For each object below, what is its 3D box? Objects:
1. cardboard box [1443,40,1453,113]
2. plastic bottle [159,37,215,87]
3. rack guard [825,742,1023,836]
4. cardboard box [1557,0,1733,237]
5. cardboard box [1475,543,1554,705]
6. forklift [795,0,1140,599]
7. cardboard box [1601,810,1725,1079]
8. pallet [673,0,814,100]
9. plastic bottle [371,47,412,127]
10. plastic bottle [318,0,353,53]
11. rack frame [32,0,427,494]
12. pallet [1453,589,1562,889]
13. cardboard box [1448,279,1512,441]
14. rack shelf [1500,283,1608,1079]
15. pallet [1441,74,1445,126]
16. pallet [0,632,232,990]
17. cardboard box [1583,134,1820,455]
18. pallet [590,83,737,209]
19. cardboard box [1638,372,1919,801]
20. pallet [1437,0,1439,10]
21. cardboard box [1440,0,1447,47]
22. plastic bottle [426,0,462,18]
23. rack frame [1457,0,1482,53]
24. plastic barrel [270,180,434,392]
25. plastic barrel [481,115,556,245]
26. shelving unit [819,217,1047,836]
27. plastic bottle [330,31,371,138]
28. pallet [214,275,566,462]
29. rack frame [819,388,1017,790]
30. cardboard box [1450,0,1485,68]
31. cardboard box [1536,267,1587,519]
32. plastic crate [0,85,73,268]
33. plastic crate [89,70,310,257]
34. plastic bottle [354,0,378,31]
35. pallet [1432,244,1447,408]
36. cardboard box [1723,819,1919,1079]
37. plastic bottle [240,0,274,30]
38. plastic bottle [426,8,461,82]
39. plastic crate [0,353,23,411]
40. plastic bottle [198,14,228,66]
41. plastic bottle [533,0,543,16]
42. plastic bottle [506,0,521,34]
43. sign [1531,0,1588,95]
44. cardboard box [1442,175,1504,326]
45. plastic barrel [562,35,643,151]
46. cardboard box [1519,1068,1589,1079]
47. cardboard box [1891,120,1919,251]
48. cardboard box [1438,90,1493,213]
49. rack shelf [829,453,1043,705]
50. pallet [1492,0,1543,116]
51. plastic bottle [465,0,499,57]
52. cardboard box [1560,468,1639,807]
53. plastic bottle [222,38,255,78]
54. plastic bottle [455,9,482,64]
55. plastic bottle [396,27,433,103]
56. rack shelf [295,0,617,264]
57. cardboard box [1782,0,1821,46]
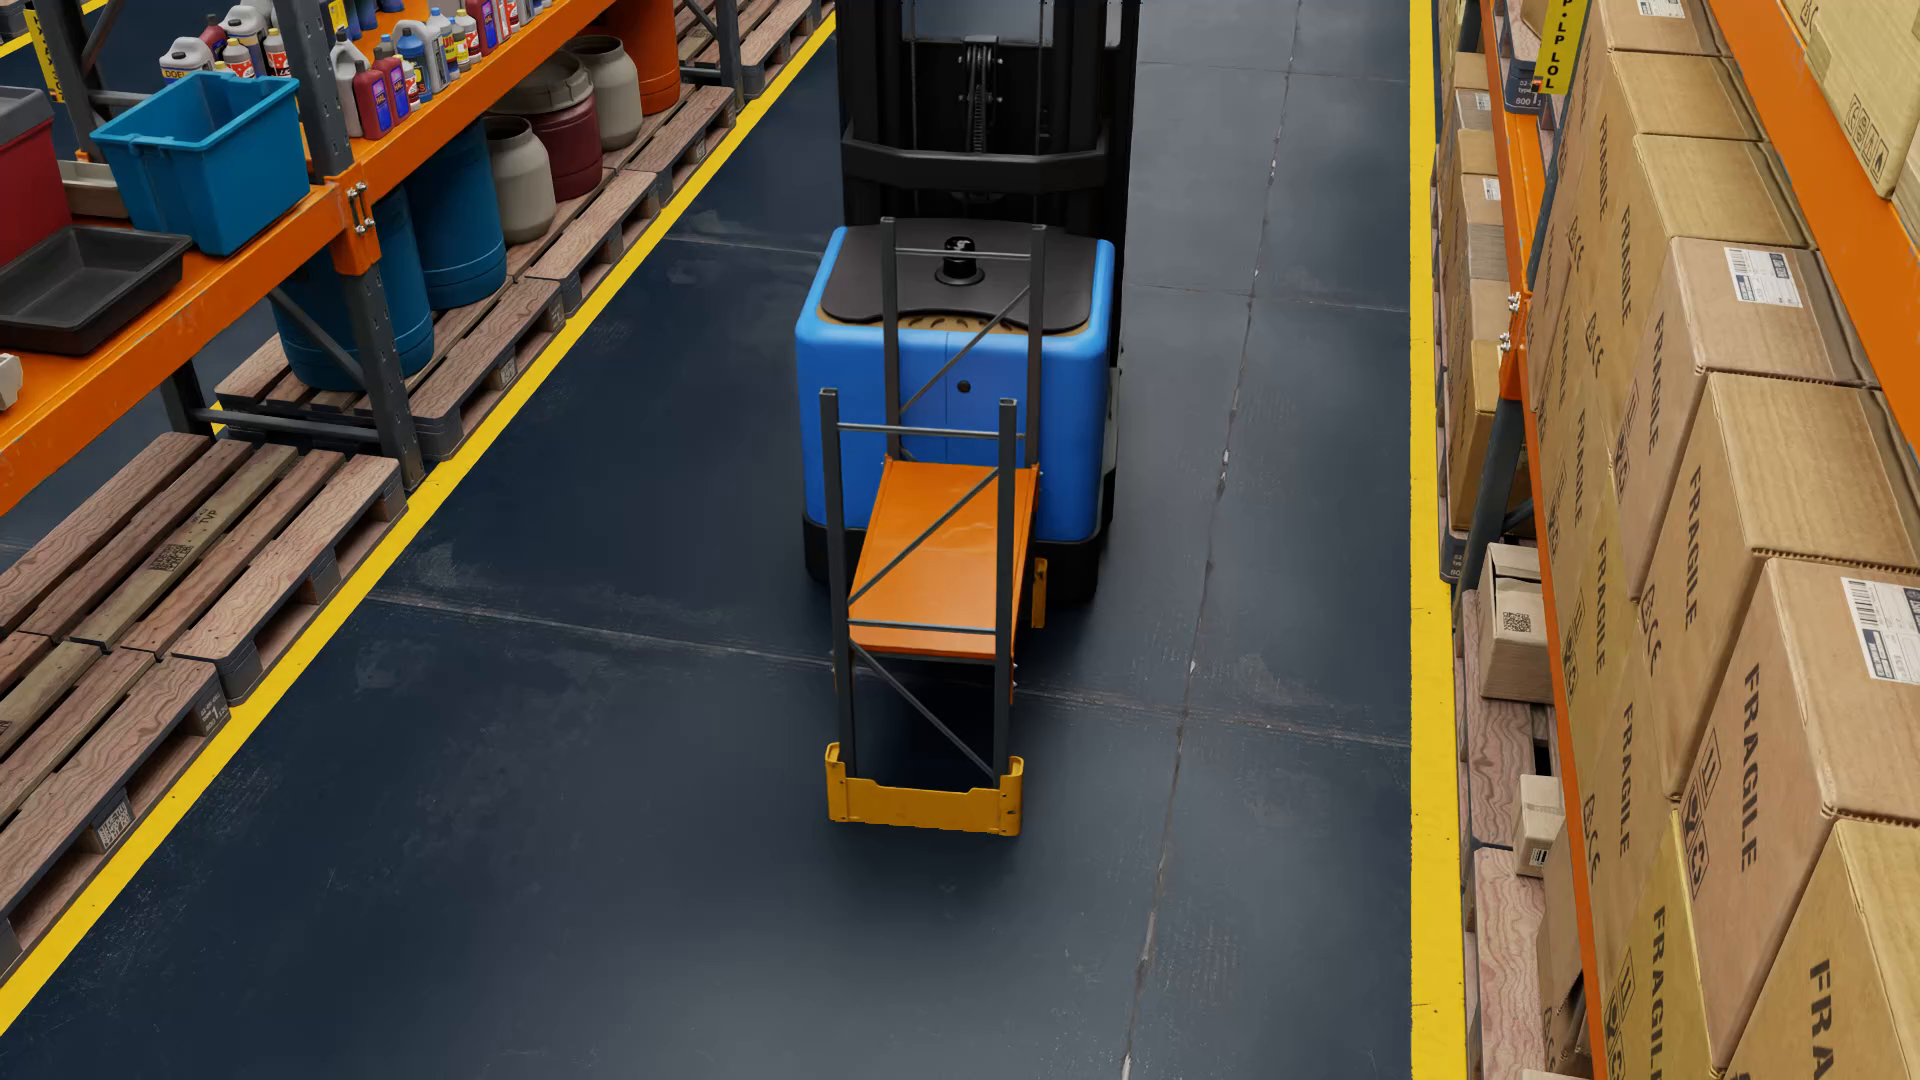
[{"bbox_3d":[2.950,-2.551,9.199,0.500,0.250,0.500,8,37,11],"label":"cardboard box"},{"bbox_3d":[-2.849,-1.708,6.157,0.152,0.276,0.135,7,37,10],"label":"plastic bottle"},{"bbox_3d":[-0.106,0.750,5.002,0.587,0.250,0.087,4,36,5],"label":"rack guard"},{"bbox_3d":[1.846,-1.080,4.246,0.500,0.500,0.500,8,37,11],"label":"cardboard box"},{"bbox_3d":[1.920,0.255,5.259,0.500,0.311,0.500,7,37,10],"label":"cardboard box"},{"bbox_3d":[0.125,-1.832,6.280,1.130,2.935,3.031,4,36,5],"label":"forklift"},{"bbox_3d":[1.304,0.795,2.512,0.500,0.500,0.500,8,37,10],"label":"cardboard box"},{"bbox_3d":[-1.559,-3.096,10.341,1.003,0.211,1.213,7,37,10],"label":"pallet"},{"bbox_3d":[-2.093,-1.678,6.109,0.061,0.283,0.133,7,37,10],"label":"plastic bottle"},{"bbox_3d":[-2.560,-2.128,6.672,0.144,0.351,0.185,7,37,10],"label":"plastic bottle"},{"bbox_3d":[-2.617,-1.492,5.753,1.000,3.000,0.127,7,37,10],"label":"rack frame"},{"bbox_3d":[2.074,0.654,5.169,1.003,0.211,1.213,7,37,10],"label":"pallet"},{"bbox_3d":[2.161,-0.636,6.327,0.500,0.500,0.500,7,37,10],"label":"cardboard box"},{"bbox_3d":[1.794,0.569,3.522,1.077,0.370,4.000,7,37,10],"label":"rack shelf"},{"bbox_3d":[3.290,-2.500,9.520,1.003,0.211,1.213,7,37,10],"label":"pallet"},{"bbox_3d":[-2.995,0.765,5.015,1.003,0.211,1.213,7,37,10],"label":"pallet"},{"bbox_3d":[1.626,-0.489,3.432,0.500,0.500,0.500,6,36,9],"label":"cardboard box"},{"bbox_3d":[-1.890,-2.199,9.104,1.003,0.211,1.213,7,37,10],"label":"pallet"},{"bbox_3d":[1.407,0.102,2.617,0.500,0.500,0.500,8,37,11],"label":"cardboard box"},{"bbox_3d":[3.811,-3.899,11.450,1.003,0.211,1.213,7,37,10],"label":"pallet"},{"bbox_3d":[3.167,-3.135,10.005,0.500,0.250,0.500,8,37,11],"label":"cardboard box"},{"bbox_3d":[-2.097,-2.209,6.848,0.152,0.276,0.135,7,37,10],"label":"plastic bottle"},{"bbox_3d":[3.076,-3.162,8.057,1.000,3.000,0.127,7,37,10],"label":"rack frame"},{"bbox_3d":[-2.484,-1.122,6.673,0.600,0.901,0.708,7,37,10],"label":"plastic barrel"},{"bbox_3d":[-2.125,-1.683,7.778,0.421,0.512,0.421,0,36,0],"label":"plastic barrel"},{"bbox_3d":[-0.050,-0.046,5.036,0.587,1.500,1.083,4,36,5],"label":"shelving unit"},{"bbox_3d":[-2.216,-1.657,6.022,0.144,0.351,0.185,7,37,10],"label":"plastic bottle"},{"bbox_3d":[-2.411,-0.800,7.174,1.003,0.211,1.213,7,37,10],"label":"pallet"},{"bbox_3d":[-0.107,0.245,4.634,0.500,1.500,0.032,4,36,5],"label":"rack frame"},{"bbox_3d":[2.947,-2.777,9.033,0.500,0.311,0.500,8,37,11],"label":"cardboard box"},{"bbox_3d":[1.740,-0.358,4.102,0.500,0.500,0.500,8,37,11],"label":"cardboard box"},{"bbox_3d":[-3.053,-1.062,5.054,0.402,0.464,0.583,7,37,10],"label":"plastic crate"},{"bbox_3d":[-2.383,-1.200,5.312,0.392,0.384,0.575,7,37,10],"label":"plastic crate"},{"bbox_3d":[-2.508,-2.277,6.946,0.097,0.271,0.097,0,36,0],"label":"plastic bottle"},{"bbox_3d":[2.617,-0.913,7.329,1.003,0.211,1.213,7,37,10],"label":"pallet"},{"bbox_3d":[1.193,0.689,1.806,0.500,0.500,0.500,7,37,10],"label":"cardboard box"},{"bbox_3d":[-2.740,-2.040,6.551,0.144,0.351,0.185,7,37,10],"label":"plastic bottle"},{"bbox_3d":[-2.016,-1.931,6.467,0.097,0.271,0.097,0,36,0],"label":"plastic bottle"},{"bbox_3d":[-2.695,-0.374,4.383,0.293,0.136,0.466,7,37,10],"label":"plastic crate"},{"bbox_3d":[-2.844,-1.850,6.346,0.061,0.283,0.133,7,37,10],"label":"plastic bottle"},{"bbox_3d":[-1.847,-2.385,7.094,0.097,0.271,0.097,0,36,0],"label":"plastic bottle"},{"bbox_3d":[-1.897,-2.223,6.931,0.097,0.201,0.097,0,36,0],"label":"plastic bottle"},{"bbox_3d":[1.678,-1.405,4.647,0.100,0.325,0.005,7,37,10],"label":"sign"},{"bbox_3d":[2.374,-1.216,7.126,0.500,0.500,0.500,6,36,8],"label":"cardboard box"},{"bbox_3d":[-1.884,-2.331,8.672,0.421,0.512,0.421,0,36,0],"label":"plastic barrel"},{"bbox_3d":[1.475,1.476,3.626,0.500,0.250,0.500,7,37,10],"label":"cardboard box"},{"bbox_3d":[1.337,-0.343,1.738,0.500,0.250,0.500,7,37,10],"label":"cardboard box"},{"bbox_3d":[2.593,-1.802,7.936,0.500,0.500,0.500,6,36,8],"label":"cardboard box"},{"bbox_3d":[-0.049,0.094,5.149,0.538,0.185,1.000,4,36,5],"label":"rack shelf"},{"bbox_3d":[2.665,-1.969,6.574,1.003,0.211,1.213,7,37,10],"label":"pallet"},{"bbox_3d":[-1.932,-2.111,6.706,0.061,0.283,0.133,7,37,10],"label":"plastic bottle"},{"bbox_3d":[1.524,0.221,3.304,0.500,0.500,0.500,7,36,9],"label":"cardboard box"},{"bbox_3d":[-2.763,-1.817,6.370,0.097,0.201,0.097,0,36,0],"label":"plastic bottle"},{"bbox_3d":[-1.975,-2.014,6.642,0.097,0.201,0.097,0,36,0],"label":"plastic bottle"},{"bbox_3d":[-2.066,-1.798,6.284,0.097,0.271,0.097,0,36,0],"label":"plastic bottle"},{"bbox_3d":[-2.190,-2.348,7.546,1.077,0.370,4.000,7,37,10],"label":"rack shelf"},{"bbox_3d":[1.553,-0.916,2.529,0.500,0.250,0.500,7,37,10],"label":"cardboard box"}]
